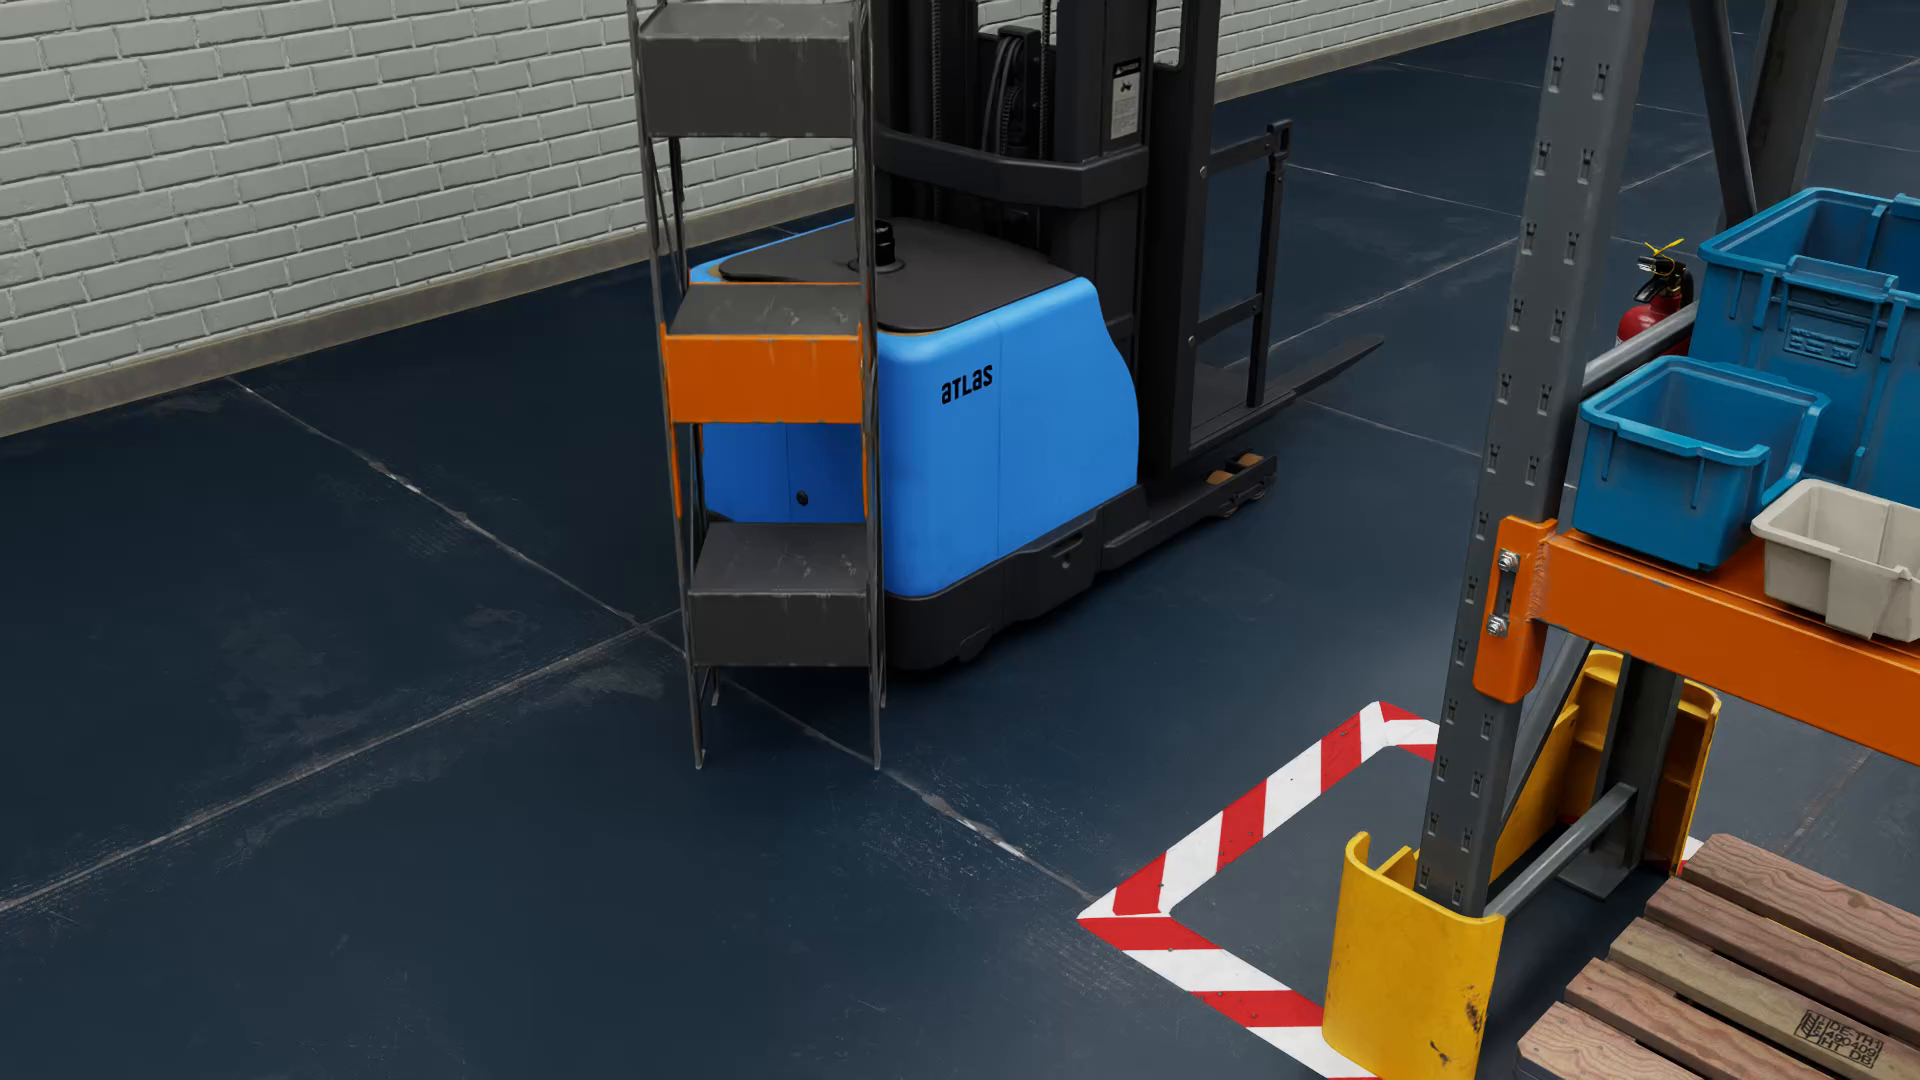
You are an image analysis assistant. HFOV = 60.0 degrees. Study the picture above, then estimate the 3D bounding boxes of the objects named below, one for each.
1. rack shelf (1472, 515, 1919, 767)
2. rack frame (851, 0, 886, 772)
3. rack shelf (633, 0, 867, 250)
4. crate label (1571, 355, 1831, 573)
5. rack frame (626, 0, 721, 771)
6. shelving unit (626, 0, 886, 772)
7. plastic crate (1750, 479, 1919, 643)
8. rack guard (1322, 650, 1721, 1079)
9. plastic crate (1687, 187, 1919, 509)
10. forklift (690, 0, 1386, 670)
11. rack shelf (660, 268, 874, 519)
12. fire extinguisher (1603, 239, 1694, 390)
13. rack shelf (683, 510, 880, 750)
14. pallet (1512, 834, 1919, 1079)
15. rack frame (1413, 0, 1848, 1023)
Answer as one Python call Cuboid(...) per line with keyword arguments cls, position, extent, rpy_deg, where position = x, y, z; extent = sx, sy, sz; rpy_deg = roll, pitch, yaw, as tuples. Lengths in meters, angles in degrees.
Cuboid(cls="rack shelf", position=(2.757, 0.602, 2.156), extent=(4.000, 0.370, 1.077), rpy_deg=(25, 36, 38))
Cuboid(cls="rack frame", position=(-0.226, -0.389, 4.232), extent=(0.015, 2.100, 0.400), rpy_deg=(0, 28, 0))
Cuboid(cls="rack shelf", position=(-0.470, -0.997, 3.914), extent=(0.480, 0.518, 0.431), rpy_deg=(0, 28, 0))
Cuboid(cls="crate label", position=(1.276, -0.132, 2.894), extent=(0.303, 0.233, 0.416), rpy_deg=(25, 36, 38))
Cuboid(cls="rack frame", position=(-0.714, -0.390, 4.236), extent=(0.015, 2.100, 0.400), rpy_deg=(0, 28, 0))
Cuboid(cls="shelving unit", position=(-0.470, -0.390, 4.234), extent=(0.503, 2.100, 0.431), rpy_deg=(0, 28, 0))
Cuboid(cls="plastic crate", position=(1.447, 0.043, 2.665), extent=(0.298, 0.136, 0.250), rpy_deg=(25, 36, 38))
Cuboid(cls="rack guard", position=(1.305, 0.733, 3.818), extent=(0.348, 0.500, 1.175), rpy_deg=(25, 36, 38))
Cuboid(cls="plastic crate", position=(1.701, -0.364, 3.118), extent=(0.499, 0.435, 0.616), rpy_deg=(25, 36, 38))
Cuboid(cls="forklift", position=(0.499, -1.518, 5.487), extent=(1.130, 2.935, 3.031), rpy_deg=(23, 35, 36))
Cuboid(cls="rack shelf", position=(-0.470, -0.377, 4.240), extent=(0.480, 0.518, 0.431), rpy_deg=(0, 28, 0))
Cuboid(cls="fire extinguisher", position=(1.542, -0.370, 3.715), extent=(0.183, 0.674, 0.296), rpy_deg=(25, 36, 38))
Cuboid(cls="rack shelf", position=(-0.470, 0.242, 4.566), extent=(0.480, 0.518, 0.431), rpy_deg=(0, 28, 0))
Cuboid(cls="pallet", position=(1.892, 1.147, 3.342), extent=(1.213, 0.211, 1.003), rpy_deg=(25, 36, 38))
Cuboid(cls="rack frame", position=(1.331, -0.369, 3.230), extent=(0.127, 3.000, 1.000), rpy_deg=(25, 36, 38))
